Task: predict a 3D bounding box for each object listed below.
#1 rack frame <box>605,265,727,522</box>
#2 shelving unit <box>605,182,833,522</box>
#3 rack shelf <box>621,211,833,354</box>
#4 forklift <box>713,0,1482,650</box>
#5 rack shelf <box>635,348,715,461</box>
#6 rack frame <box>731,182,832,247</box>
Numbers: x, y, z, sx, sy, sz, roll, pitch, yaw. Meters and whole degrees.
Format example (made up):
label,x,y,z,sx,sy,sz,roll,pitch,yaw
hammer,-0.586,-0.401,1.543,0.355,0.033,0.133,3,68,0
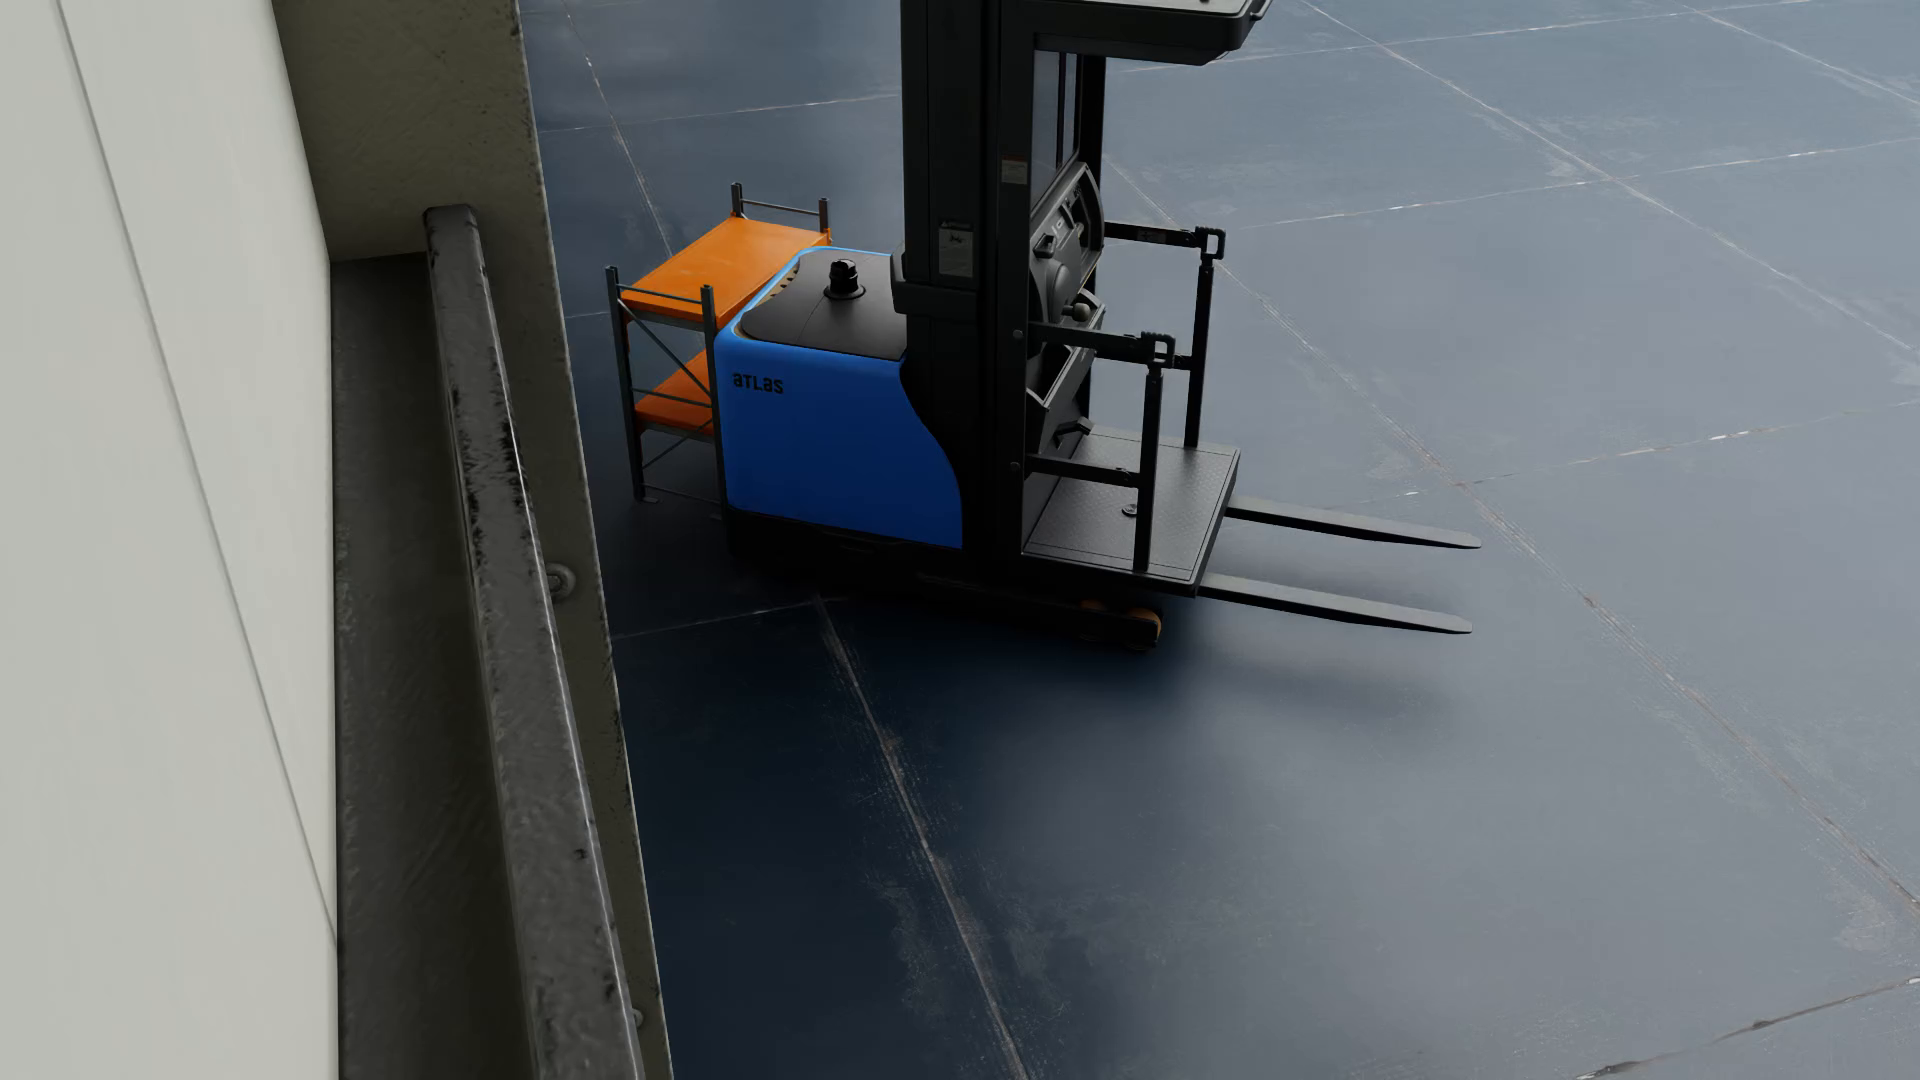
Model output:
label,x,y,z,sx,sy,sz,roll,pitch,yaw
rack frame,-1.233,-0.606,7.109,0.500,1.125,0.032,14,36,20
shelving unit,-1.027,-0.863,7.497,0.538,1.125,1.048,14,36,20
rack shelf,-1.027,-1.107,7.336,0.538,0.278,1.000,14,36,20
forklift,0.594,-1.118,6.245,3.031,2.935,1.130,10,35,15
rack shelf,-1.027,-0.658,7.632,0.538,0.278,1.000,14,36,20
rack frame,-0.820,-1.119,7.884,0.500,1.125,0.032,14,36,20
